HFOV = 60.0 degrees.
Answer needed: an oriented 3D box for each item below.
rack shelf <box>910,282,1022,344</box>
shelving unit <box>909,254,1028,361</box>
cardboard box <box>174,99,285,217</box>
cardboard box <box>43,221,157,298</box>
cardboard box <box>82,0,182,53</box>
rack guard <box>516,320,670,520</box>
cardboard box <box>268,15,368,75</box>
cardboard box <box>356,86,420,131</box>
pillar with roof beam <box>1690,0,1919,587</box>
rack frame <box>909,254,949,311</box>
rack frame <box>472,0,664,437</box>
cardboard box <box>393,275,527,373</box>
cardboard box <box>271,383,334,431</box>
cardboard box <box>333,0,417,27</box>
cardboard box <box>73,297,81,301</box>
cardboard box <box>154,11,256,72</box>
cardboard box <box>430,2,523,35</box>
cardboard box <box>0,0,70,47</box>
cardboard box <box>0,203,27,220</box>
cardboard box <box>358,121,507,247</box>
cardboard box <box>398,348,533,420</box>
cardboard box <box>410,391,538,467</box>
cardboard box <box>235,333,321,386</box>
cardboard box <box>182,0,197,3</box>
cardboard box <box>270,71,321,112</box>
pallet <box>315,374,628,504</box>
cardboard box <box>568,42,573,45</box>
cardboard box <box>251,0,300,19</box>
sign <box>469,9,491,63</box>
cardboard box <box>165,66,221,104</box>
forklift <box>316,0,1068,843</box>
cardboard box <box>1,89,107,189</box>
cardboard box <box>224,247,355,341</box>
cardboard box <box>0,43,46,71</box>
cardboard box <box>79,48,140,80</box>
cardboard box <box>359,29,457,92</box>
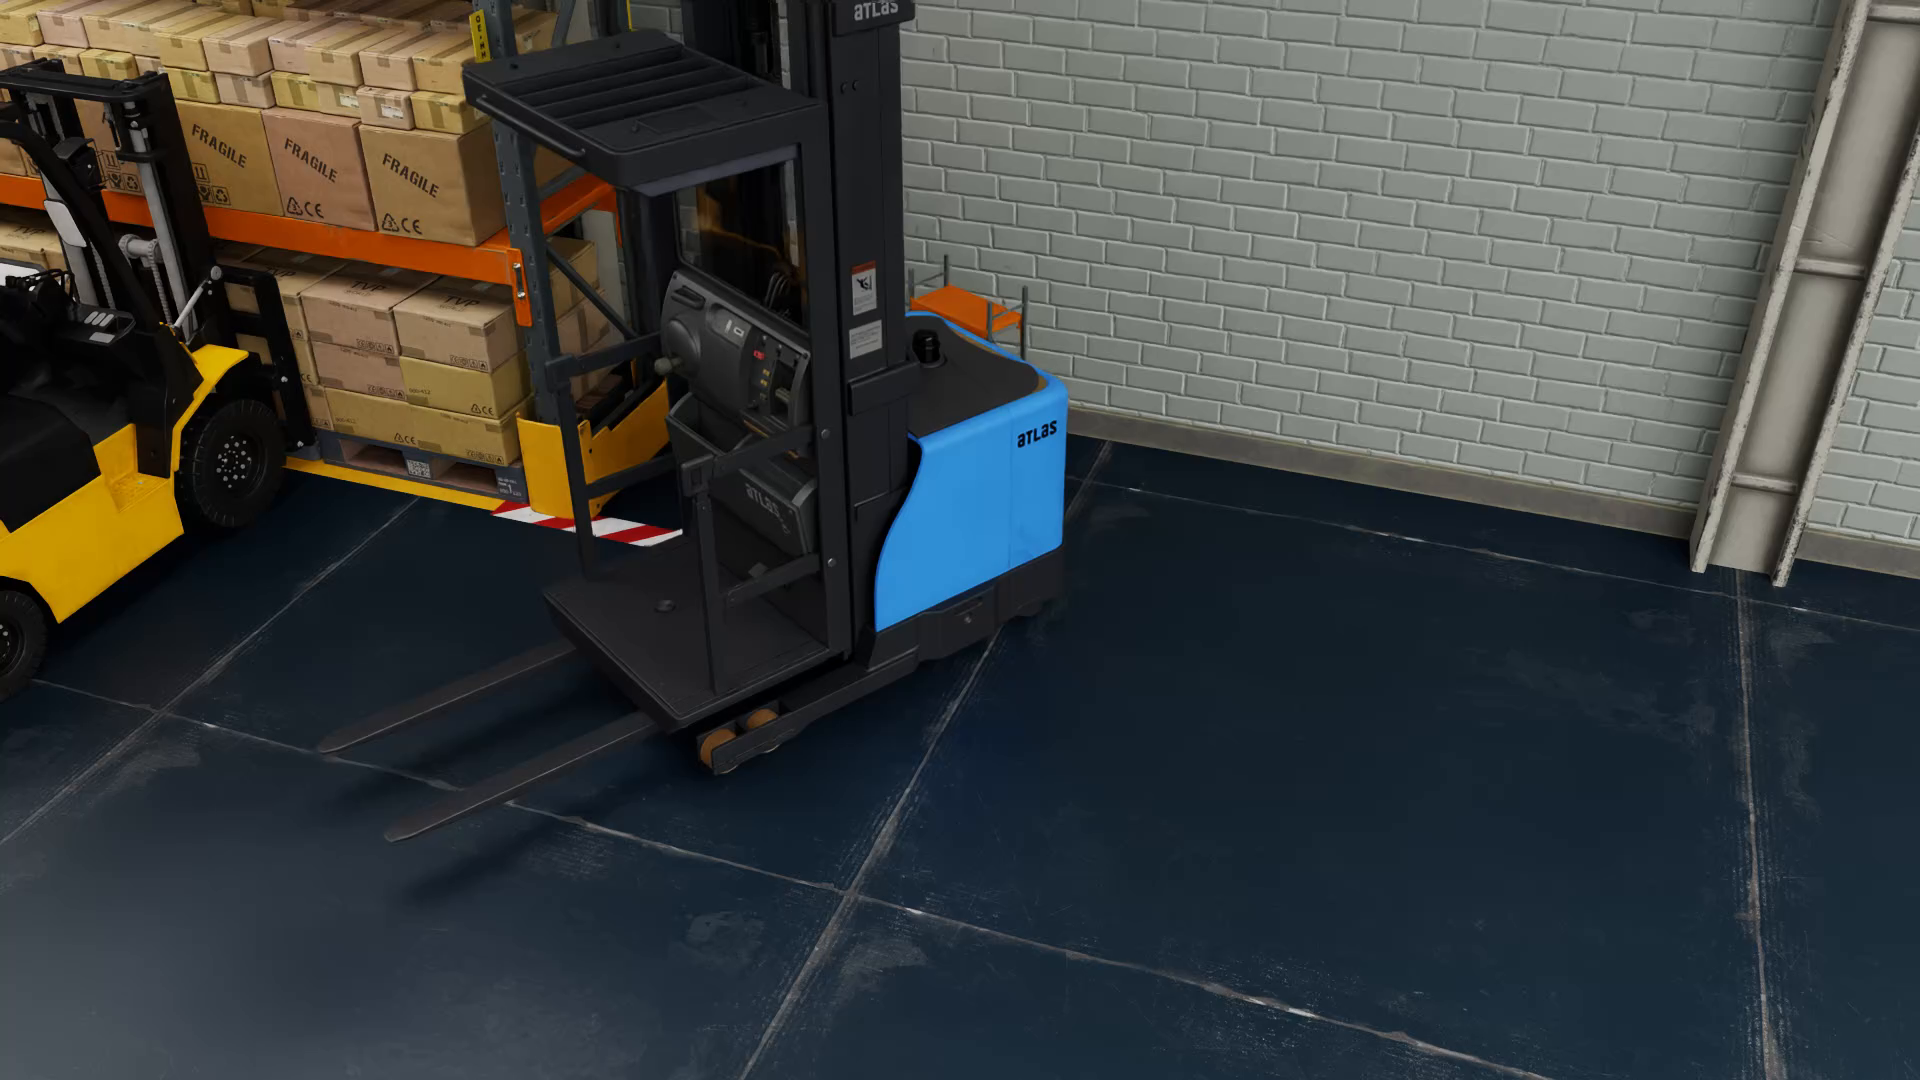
[{"bbox_3d":[0.033,-0.982,7.440,0.480,0.148,0.258,28,42,36],"label":"rack shelf"},{"bbox_3d":[0.033,-0.652,7.653,0.503,1.200,0.258,28,42,36],"label":"shelving unit"},{"bbox_3d":[-3.267,-1.865,7.781,0.500,0.500,0.500,10,34,16],"label":"cardboard box"},{"bbox_3d":[-4.213,-1.415,8.402,0.500,0.250,0.500,12,35,18],"label":"cardboard box"},{"bbox_3d":[-3.833,-2.404,7.743,0.250,0.149,0.380,11,34,17],"label":"cardboard box"},{"bbox_3d":[-1.725,-0.619,8.248,0.348,0.500,1.175,11,34,16],"label":"rack guard"},{"bbox_3d":[-2.863,-2.218,7.456,0.250,0.149,0.380,11,35,17],"label":"cardboard box"},{"bbox_3d":[-2.419,-1.940,7.300,0.250,0.149,0.380,12,35,17],"label":"cardboard box"},{"bbox_3d":[2.097,-1.486,1.755,0.400,9.000,9.100,11,34,16],"label":"pillar with roof beam"},{"bbox_3d":[-0.140,-0.745,7.798,0.015,1.200,0.240,28,42,36],"label":"rack frame"},{"bbox_3d":[-1.747,-1.674,7.577,0.127,3.000,1.000,11,34,16],"label":"rack frame"},{"bbox_3d":[-2.286,-1.040,7.822,0.500,0.250,0.500,12,35,18],"label":"cardboard box"},{"bbox_3d":[-3.229,-0.812,8.390,0.500,0.250,0.500,11,35,17],"label":"cardboard box"},{"bbox_3d":[-2.708,-2.443,7.804,0.250,0.149,0.380,11,35,17],"label":"cardboard box"},{"bbox_3d":[-4.218,-1.202,8.533,0.500,0.250,0.500,11,34,16],"label":"cardboard box"},{"bbox_3d":[-3.391,-2.254,7.511,0.250,0.149,0.380,12,35,17],"label":"cardboard box"},{"bbox_3d":[-2.221,-2.365,7.682,0.250,0.149,0.380,12,35,18],"label":"cardboard box"},{"bbox_3d":[-4.332,-2.459,7.828,0.250,0.149,0.380,10,34,16],"label":"cardboard box"},{"bbox_3d":[-5.163,-1.599,8.686,0.500,0.250,0.500,10,34,16],"label":"cardboard box"},{"bbox_3d":[-2.299,-1.672,7.482,0.500,0.500,0.500,10,34,15],"label":"cardboard box"},{"bbox_3d":[-2.311,-0.835,7.964,0.500,0.250,0.500,11,34,16],"label":"cardboard box"},{"bbox_3d":[-2.296,-0.620,8.092,0.500,0.250,0.500,11,35,17],"label":"cardboard box"},{"bbox_3d":[-3.273,-1.016,8.245,0.500,0.250,0.500,10,34,15],"label":"cardboard box"},{"bbox_3d":[-3.688,-2.628,8.091,0.250,0.149,0.380,12,35,18],"label":"cardboard box"},{"bbox_3d":[-2.872,-2.070,7.501,0.250,0.149,0.380,11,34,16],"label":"cardboard box"},{"bbox_3d":[-2.481,-0.621,8.517,1.213,0.211,1.003,11,34,16],"label":"pallet"},{"bbox_3d":[-1.979,-2.183,7.675,0.250,0.149,0.380,10,34,15],"label":"cardboard box"},{"bbox_3d":[-3.178,-2.577,8.011,0.250,0.149,0.380,10,34,15],"label":"cardboard box"},{"bbox_3d":[-1.944,-1.985,6.774,0.005,0.325,0.100,11,34,16],"label":"sign"},{"bbox_3d":[-3.384,-2.131,7.595,0.250,0.149,0.380,11,35,17],"label":"cardboard box"},{"bbox_3d":[-1.004,-0.662,6.073,3.031,2.935,1.130,-24,40,-32],"label":"forklift"},{"bbox_3d":[-4.210,-2.054,8.074,0.500,0.500,0.500,11,34,16],"label":"cardboard box"},{"bbox_3d":[-3.247,-1.218,8.097,0.500,0.250,0.500,11,35,17],"label":"cardboard box"},{"bbox_3d":[-4.349,-2.316,7.881,0.250,0.149,0.380,11,34,16],"label":"cardboard box"},{"bbox_3d":[-3.853,-2.235,7.756,0.250,0.149,0.380,10,34,15],"label":"cardboard box"},{"bbox_3d":[-2.398,-2.101,7.274,0.250,0.149,0.380,11,34,17],"label":"cardboard box"}]
